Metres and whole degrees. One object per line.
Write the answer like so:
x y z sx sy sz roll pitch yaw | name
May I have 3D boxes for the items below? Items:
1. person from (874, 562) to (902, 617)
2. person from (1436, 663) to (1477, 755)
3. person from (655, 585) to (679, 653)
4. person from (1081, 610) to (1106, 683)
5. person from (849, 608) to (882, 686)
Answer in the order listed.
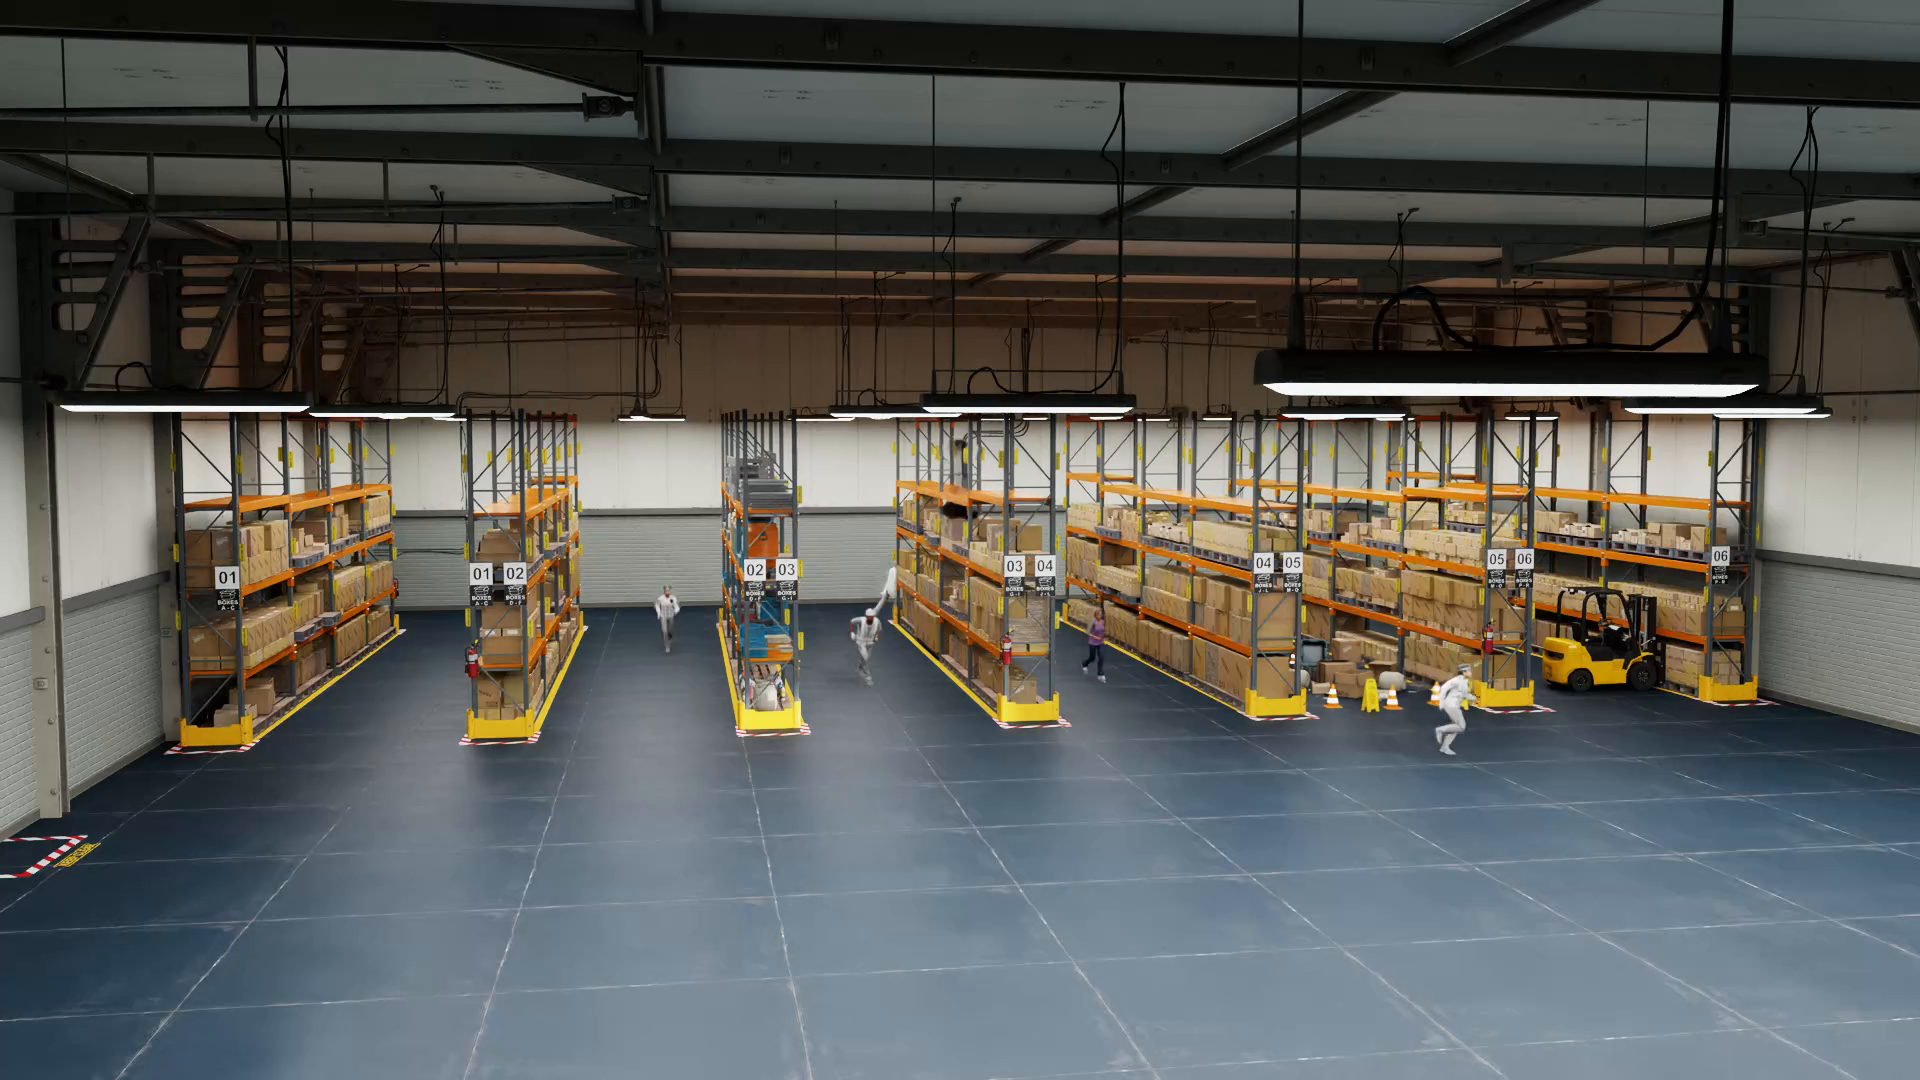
-2.073 1.469 48.846 0.963 1.732 0.730 -2 5 -31 | person
8.612 2.919 28.845 0.669 1.616 0.599 2 5 29 | person
-7.406 1.970 42.068 0.600 1.673 0.843 -1 4 -12 | person
3.019 2.338 37.168 0.564 1.592 0.921 -3 5 -32 | person
-2.112 2.337 36.776 0.729 1.732 1.055 -1 4 -20 | person
